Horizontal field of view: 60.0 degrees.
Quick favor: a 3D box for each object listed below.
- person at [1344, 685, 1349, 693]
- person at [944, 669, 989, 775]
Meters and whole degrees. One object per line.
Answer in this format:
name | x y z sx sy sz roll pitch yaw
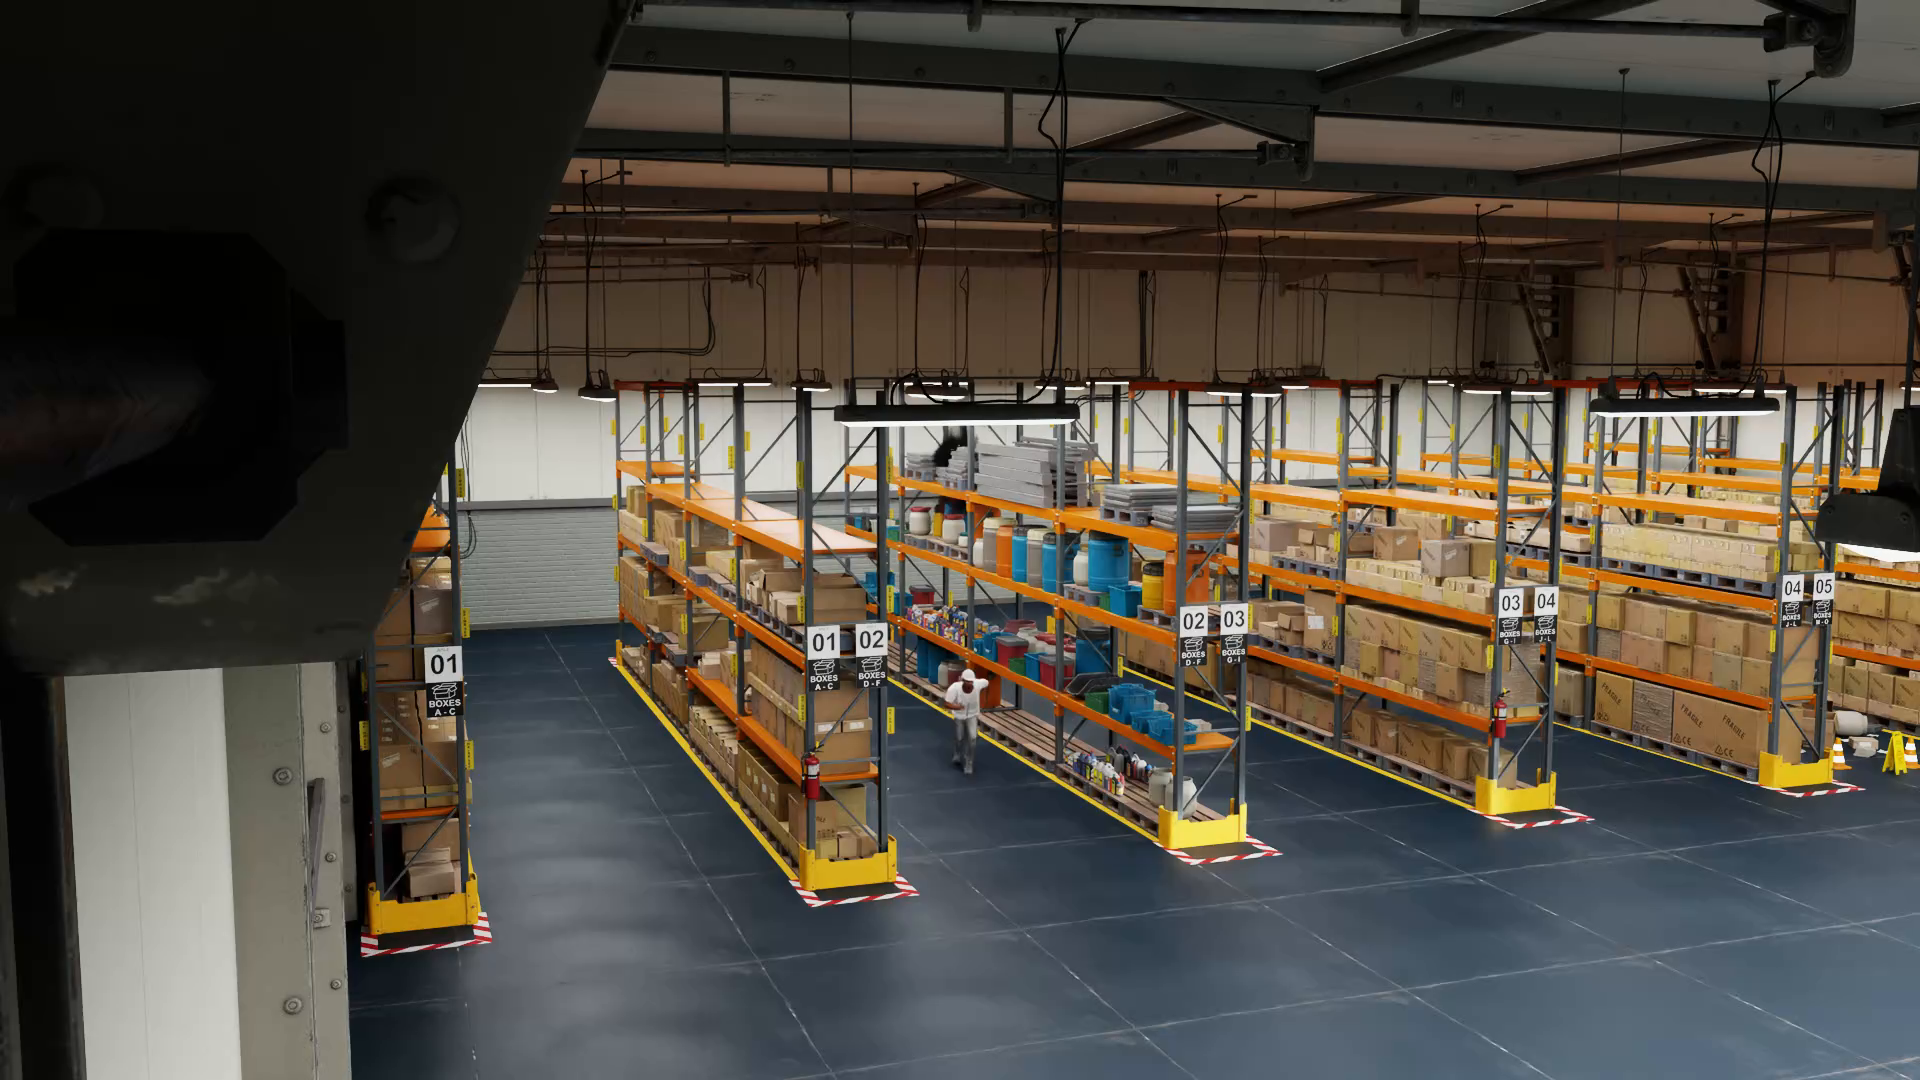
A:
person | 7.396 2.203 31.695 0.519 1.566 0.553 -3 7 -29
person | 0.096 2.798 25.938 0.745 1.700 1.007 -1 6 -10
